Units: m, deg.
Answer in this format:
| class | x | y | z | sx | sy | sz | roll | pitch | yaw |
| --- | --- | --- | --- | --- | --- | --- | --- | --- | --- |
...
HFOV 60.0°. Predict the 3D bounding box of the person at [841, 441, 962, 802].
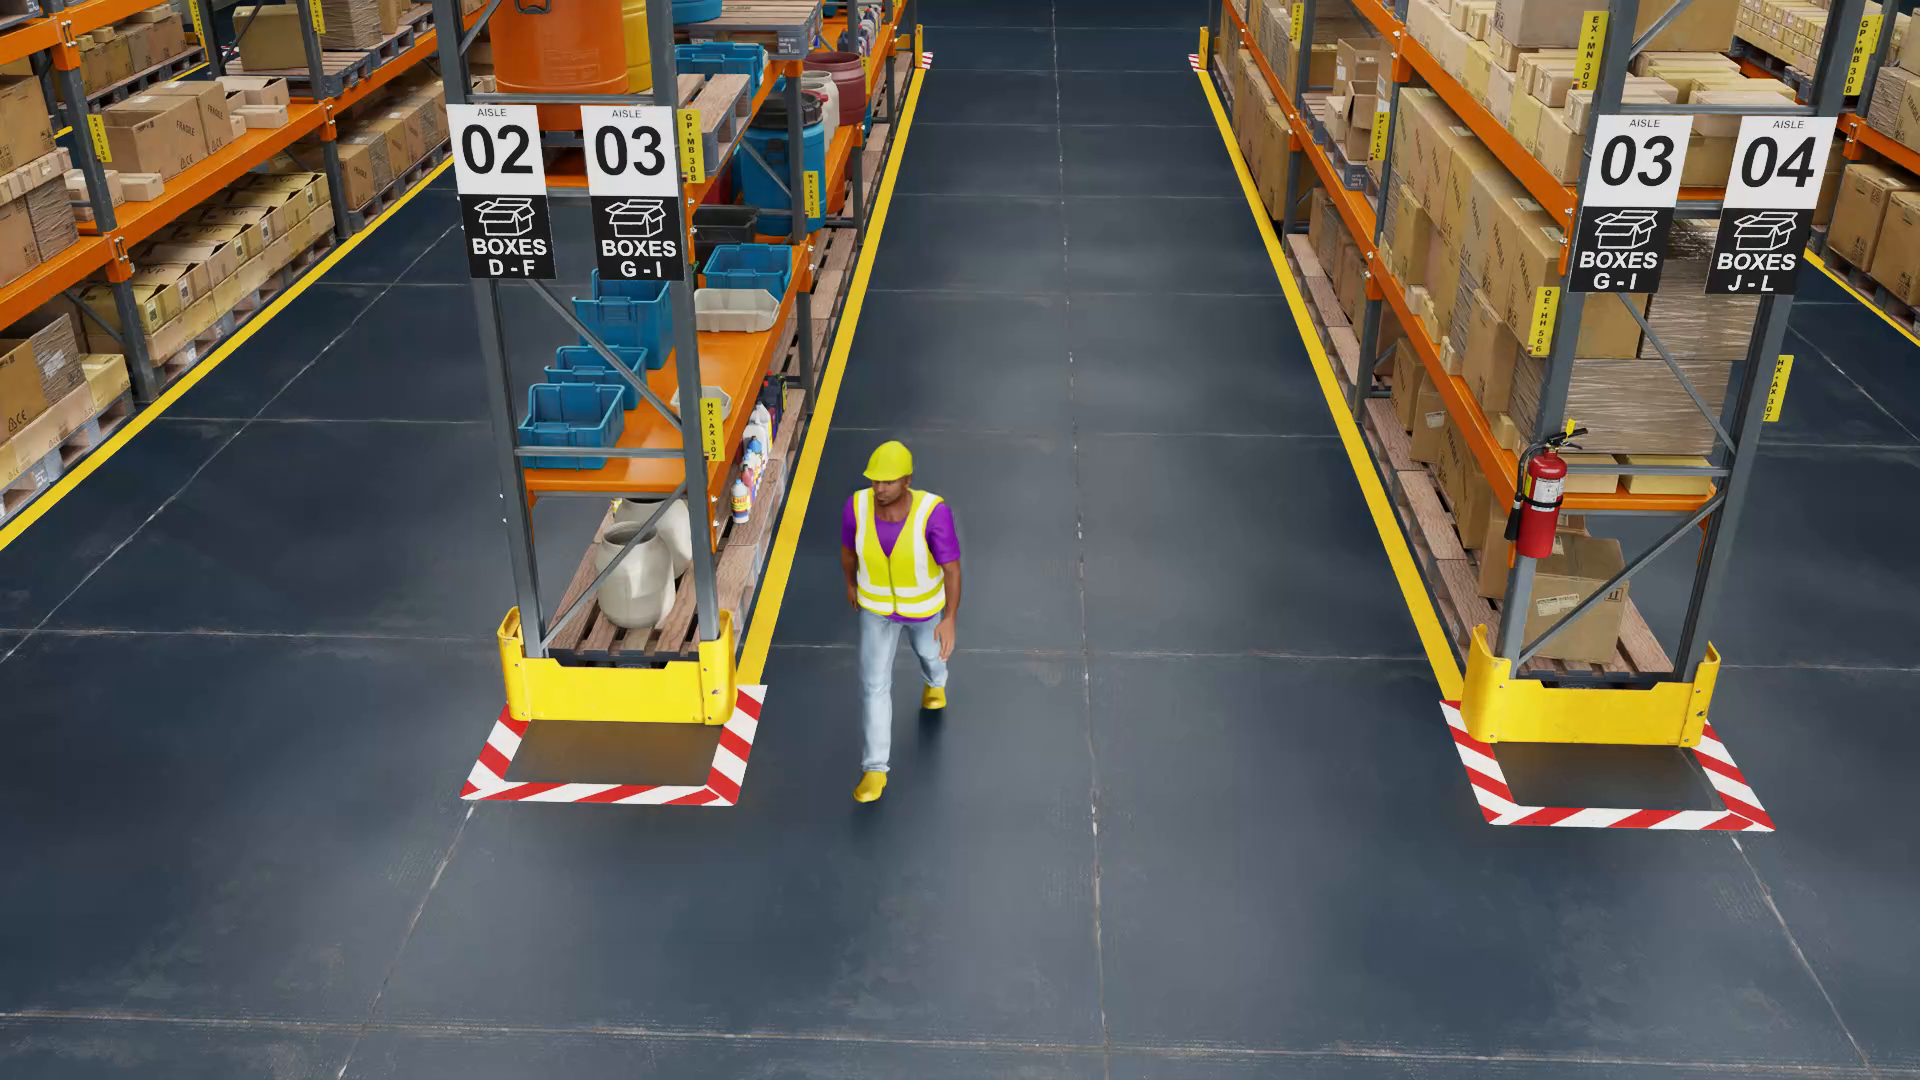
| class | x | y | z | sx | sy | sz | roll | pitch | yaw |
| --- | --- | --- | --- | --- | --- | --- | --- | --- | --- |
| person | -0.293 | 0.307 | 8.023 | 0.617 | 1.700 | 1.144 | 4 | 28 | 7 |
